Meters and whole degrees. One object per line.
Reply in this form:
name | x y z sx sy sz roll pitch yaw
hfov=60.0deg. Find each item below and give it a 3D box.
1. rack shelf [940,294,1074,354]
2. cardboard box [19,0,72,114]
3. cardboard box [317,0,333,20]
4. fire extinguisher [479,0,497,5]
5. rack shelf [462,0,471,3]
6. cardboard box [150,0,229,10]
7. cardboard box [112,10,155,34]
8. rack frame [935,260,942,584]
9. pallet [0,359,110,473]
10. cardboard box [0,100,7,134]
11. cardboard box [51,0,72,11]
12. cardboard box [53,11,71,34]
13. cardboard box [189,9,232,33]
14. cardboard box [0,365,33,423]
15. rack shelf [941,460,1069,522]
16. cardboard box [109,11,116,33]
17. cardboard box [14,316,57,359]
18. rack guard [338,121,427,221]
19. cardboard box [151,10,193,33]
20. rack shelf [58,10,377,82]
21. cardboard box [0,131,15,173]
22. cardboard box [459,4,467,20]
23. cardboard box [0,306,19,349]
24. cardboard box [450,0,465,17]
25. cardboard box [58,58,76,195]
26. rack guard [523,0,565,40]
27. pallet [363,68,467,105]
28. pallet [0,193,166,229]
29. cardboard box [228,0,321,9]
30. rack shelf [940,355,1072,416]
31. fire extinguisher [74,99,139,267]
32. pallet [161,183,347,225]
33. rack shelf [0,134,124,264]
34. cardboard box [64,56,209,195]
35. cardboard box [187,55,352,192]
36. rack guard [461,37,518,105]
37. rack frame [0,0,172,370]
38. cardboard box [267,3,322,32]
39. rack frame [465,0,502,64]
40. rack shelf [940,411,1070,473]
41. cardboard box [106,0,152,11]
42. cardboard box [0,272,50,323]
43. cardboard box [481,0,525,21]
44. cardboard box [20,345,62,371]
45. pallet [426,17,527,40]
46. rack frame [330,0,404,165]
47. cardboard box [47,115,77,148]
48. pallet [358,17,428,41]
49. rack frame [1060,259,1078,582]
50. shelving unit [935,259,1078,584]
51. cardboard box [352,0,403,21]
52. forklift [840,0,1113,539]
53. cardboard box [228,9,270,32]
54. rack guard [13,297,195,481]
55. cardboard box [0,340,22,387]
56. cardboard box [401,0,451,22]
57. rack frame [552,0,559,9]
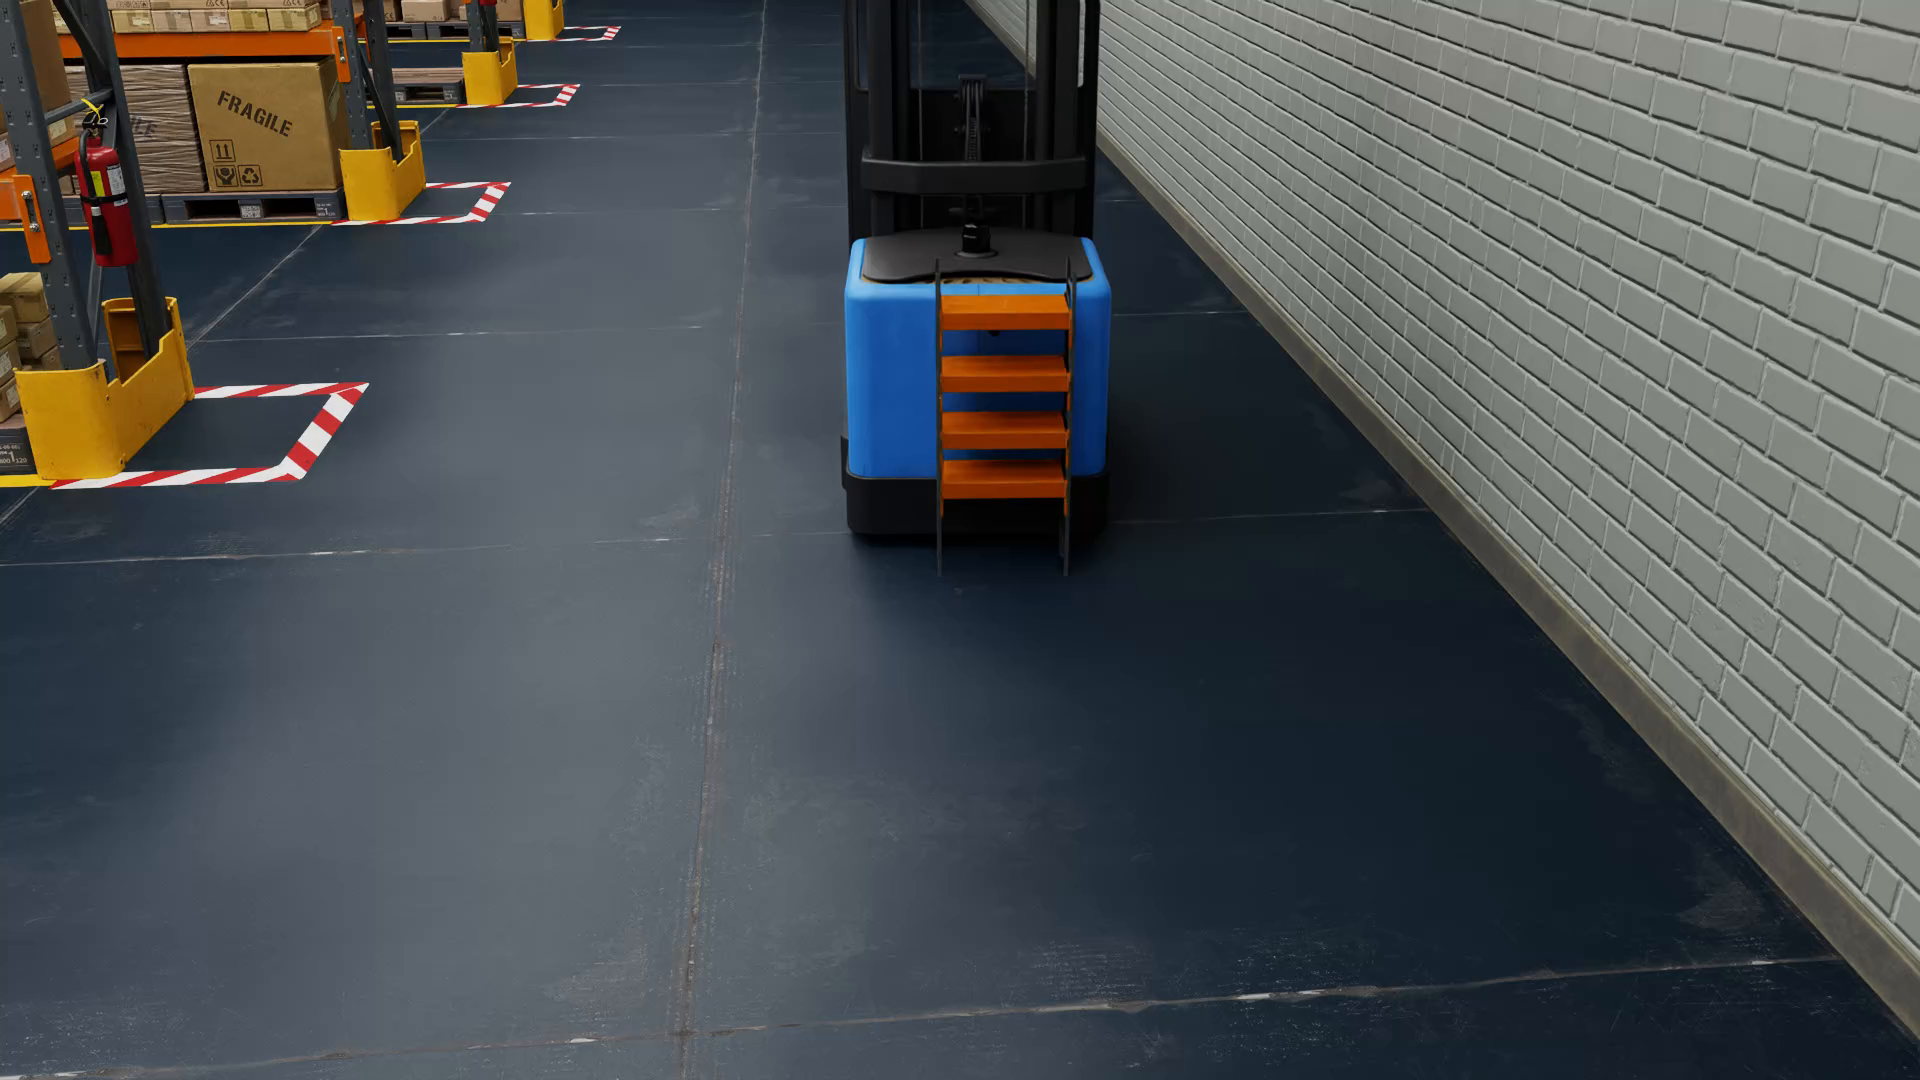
rack shelf | 0.164 -0.792 6.087 0.480 0.148 0.258 -1 24 -2
cardboard box | -4.370 -2.152 7.409 0.500 0.500 0.500 -1 24 -3
cardboard box | -4.669 -3.890 12.118 0.250 0.149 0.380 -2 24 -5
fire extinguisher | -4.575 -5.504 15.995 0.183 0.674 0.296 -2 24 -5
rack shelf | -6.760 -5.479 16.269 4.000 0.370 1.077 -2 24 -5
cardboard box | -5.244 -3.806 11.439 0.500 0.250 0.500 -3 24 -6
cardboard box | -5.621 -3.582 11.425 0.250 0.149 0.380 -3 24 -6
rack frame | -0.080 -0.430 6.240 0.015 1.200 0.240 -1 24 -2
pallet | -4.784 -0.581 7.798 1.213 0.211 1.003 -2 24 -5
cardboard box | -4.318 -1.936 6.924 0.500 0.500 0.500 -2 24 -4
cardboard box | -6.269 -3.763 11.342 0.500 0.250 0.500 -2 24 -5
cardboard box | -6.126 -3.563 11.381 0.250 0.149 0.380 -2 24 -4
cardboard box | -5.115 -3.603 11.472 0.250 0.149 0.380 -2 24 -5
cardboard box | -4.400 -0.661 7.536 0.250 0.149 0.380 -2 24 -4
rack shelf | 0.164 -0.190 6.354 0.480 0.148 0.258 -1 24 -2
cardboard box | -5.880 -3.571 11.401 0.250 0.149 0.380 -2 24 -5
cardboard box | -4.443 -0.985 7.899 0.250 0.149 0.380 -1 24 -3
rack guard | -4.259 -2.744 12.309 0.348 0.500 1.175 -2 24 -5
cardboard box | -5.363 -3.593 11.450 0.250 0.149 0.380 -2 24 -4
rack shelf | -6.274 -3.477 11.765 4.000 0.370 1.077 -2 24 -5
cardboard box | -4.193 -1.635 7.044 0.250 0.149 0.380 -2 24 -5
cardboard box | -6.182 -6.695 21.066 0.250 0.166 0.380 -2 24 -5
cardboard box | -4.398 -0.914 7.374 0.250 0.149 0.380 -2 24 -5
cardboard box | -6.320 -6.907 21.441 0.500 0.250 0.500 -2 24 -5
cardboard box | -6.704 -2.977 11.853 0.875 0.875 0.875 -2 24 -5
rack guard | -5.329 -6.745 21.309 0.348 0.500 1.175 -2 24 -5
pallet | -5.595 -4.596 16.830 1.213 0.211 1.003 -2 24 -5
pallet | -6.283 -2.500 12.115 1.213 0.211 1.003 -2 24 -5
cardboard box | -4.739 -3.826 11.484 0.500 0.250 0.500 -3 24 -6
rack shelf | 0.164 -0.576 6.183 0.480 0.148 0.258 -1 24 -2
fire extinguisher | -3.600 -1.494 6.974 0.183 0.674 0.296 -2 24 -5
pallet | -5.071 -2.548 12.222 1.213 0.211 1.003 -2 24 -5
rack shelf | -5.887 -1.468 7.246 4.000 0.370 1.077 -2 24 -5
cardboard box | -5.818 -3.012 11.933 0.875 0.875 0.875 -2 24 -5
cardboard box | -4.912 -3.049 12.015 0.875 0.875 0.875 -2 24 -5
rack guard | -4.747 -4.751 16.824 0.348 0.500 1.175 -2 24 -5
rack frame | -3.896 -1.877 7.279 0.127 3.000 1.000 -2 24 -5
cardboard box | -4.605 -3.623 11.518 0.250 0.149 0.380 -2 24 -4
rack frame | -4.770 -5.888 16.303 0.127 3.000 1.000 -2 24 -5
rack shelf | 0.164 -0.371 6.274 0.480 0.148 0.258 -1 24 -2
cardboard box | -5.751 -3.786 11.393 0.500 0.250 0.500 -3 24 -7
cardboard box | -4.451 -1.154 7.914 0.250 0.149 0.380 -3 24 -8
cardboard box | -5.770 -6.827 20.953 0.500 0.500 0.500 -2 24 -5
cardboard box | -4.449 -0.874 8.017 0.250 0.149 0.380 -2 24 -4
pallet | -6.122 -6.580 21.295 1.213 0.211 1.003 -2 24 -5
rack frame | -4.283 -3.886 11.799 0.127 3.000 1.000 -2 24 -5
cardboard box | -4.251 -1.881 7.599 0.250 0.149 0.380 -2 24 -6
pallet | -7.333 -6.533 21.188 1.213 0.211 1.003 -2 24 -5
rack frame | 0.408 -0.436 6.253 0.015 1.200 0.240 -1 24 -2
shelving unit | 0.164 -0.433 6.246 0.503 1.200 0.258 -1 24 -2
cardboard box | -7.365 -6.867 21.039 0.637 0.503 0.797 -2 24 -5
forklift | 0.043 -1.897 7.409 1.130 2.935 3.031 0 24 -1
cardboard box | -4.864 -3.612 11.493 0.250 0.149 0.380 -2 24 -5
rack guard | -3.972 -0.731 7.780 0.348 0.500 1.175 -2 24 -5
cardboard box | -4.393 -0.765 7.406 0.250 0.149 0.380 -3 24 -7
cardboard box | -6.718 -6.687 20.946 0.500 0.250 0.500 -2 24 -5
rack frame | -5.253 -7.890 20.808 0.127 3.000 1.000 -2 24 -5
